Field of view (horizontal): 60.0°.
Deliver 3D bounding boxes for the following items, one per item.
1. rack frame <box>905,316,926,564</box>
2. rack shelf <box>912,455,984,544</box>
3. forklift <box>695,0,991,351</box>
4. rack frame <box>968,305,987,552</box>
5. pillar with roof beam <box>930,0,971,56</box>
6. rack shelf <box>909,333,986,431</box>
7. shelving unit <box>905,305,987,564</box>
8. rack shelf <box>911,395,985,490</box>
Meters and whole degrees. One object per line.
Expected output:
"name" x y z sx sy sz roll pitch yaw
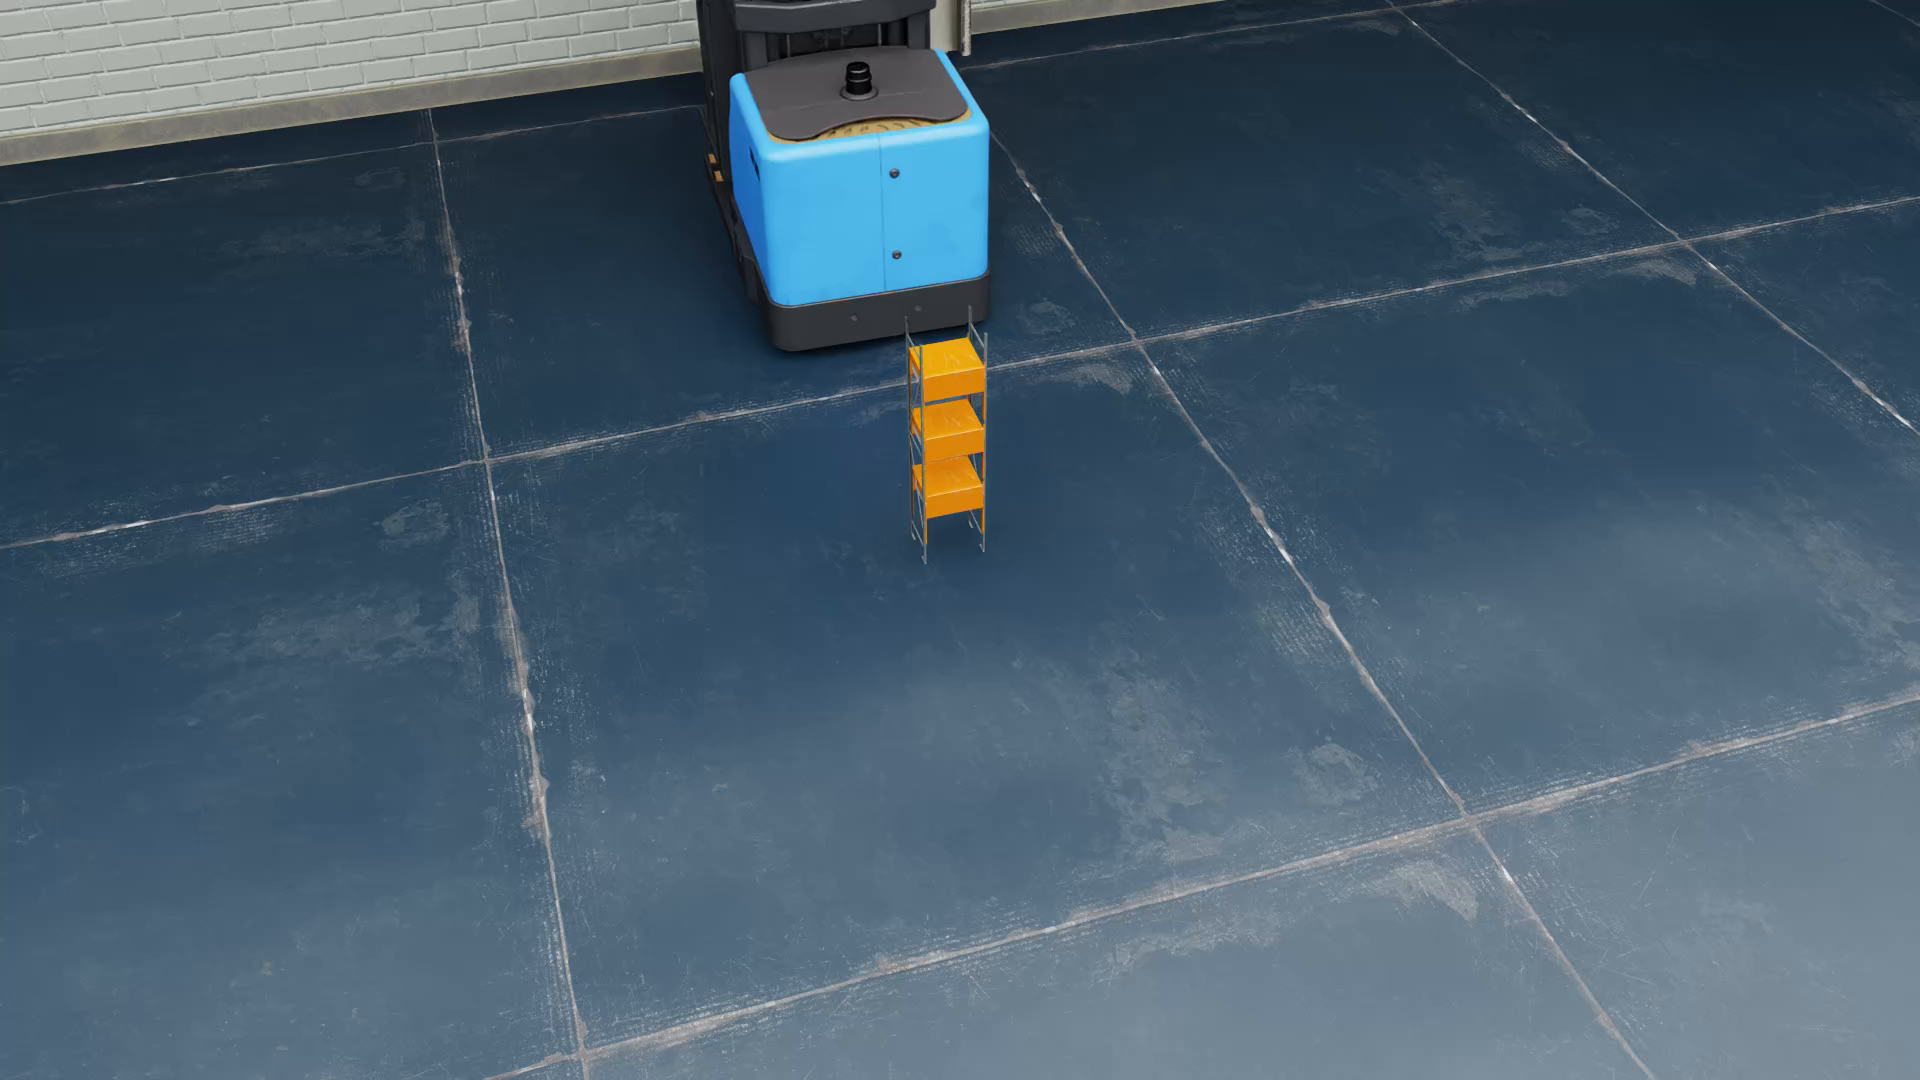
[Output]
"rack frame" -0.167 -0.361 6.365 0.008 1.050 0.200 -12 42 -13
"rack shelf" -0.051 -0.168 6.582 0.240 0.259 0.215 -12 42 -13
"forklift" -0.749 -2.951 7.900 1.130 2.935 3.031 -11 42 -12
"rack frame" 0.065 -0.409 6.420 0.008 1.050 0.200 -12 42 -13
"pillar with roof beam" 1.126 -3.702 4.148 0.400 9.000 9.100 -12 42 -13
"rack shelf" -0.051 -0.591 6.213 0.240 0.259 0.215 -12 42 -13
"shelving unit" -0.051 -0.385 6.392 0.252 1.050 0.215 -12 42 -13
"rack shelf" -0.051 -0.377 6.399 0.240 0.259 0.215 -12 42 -13
